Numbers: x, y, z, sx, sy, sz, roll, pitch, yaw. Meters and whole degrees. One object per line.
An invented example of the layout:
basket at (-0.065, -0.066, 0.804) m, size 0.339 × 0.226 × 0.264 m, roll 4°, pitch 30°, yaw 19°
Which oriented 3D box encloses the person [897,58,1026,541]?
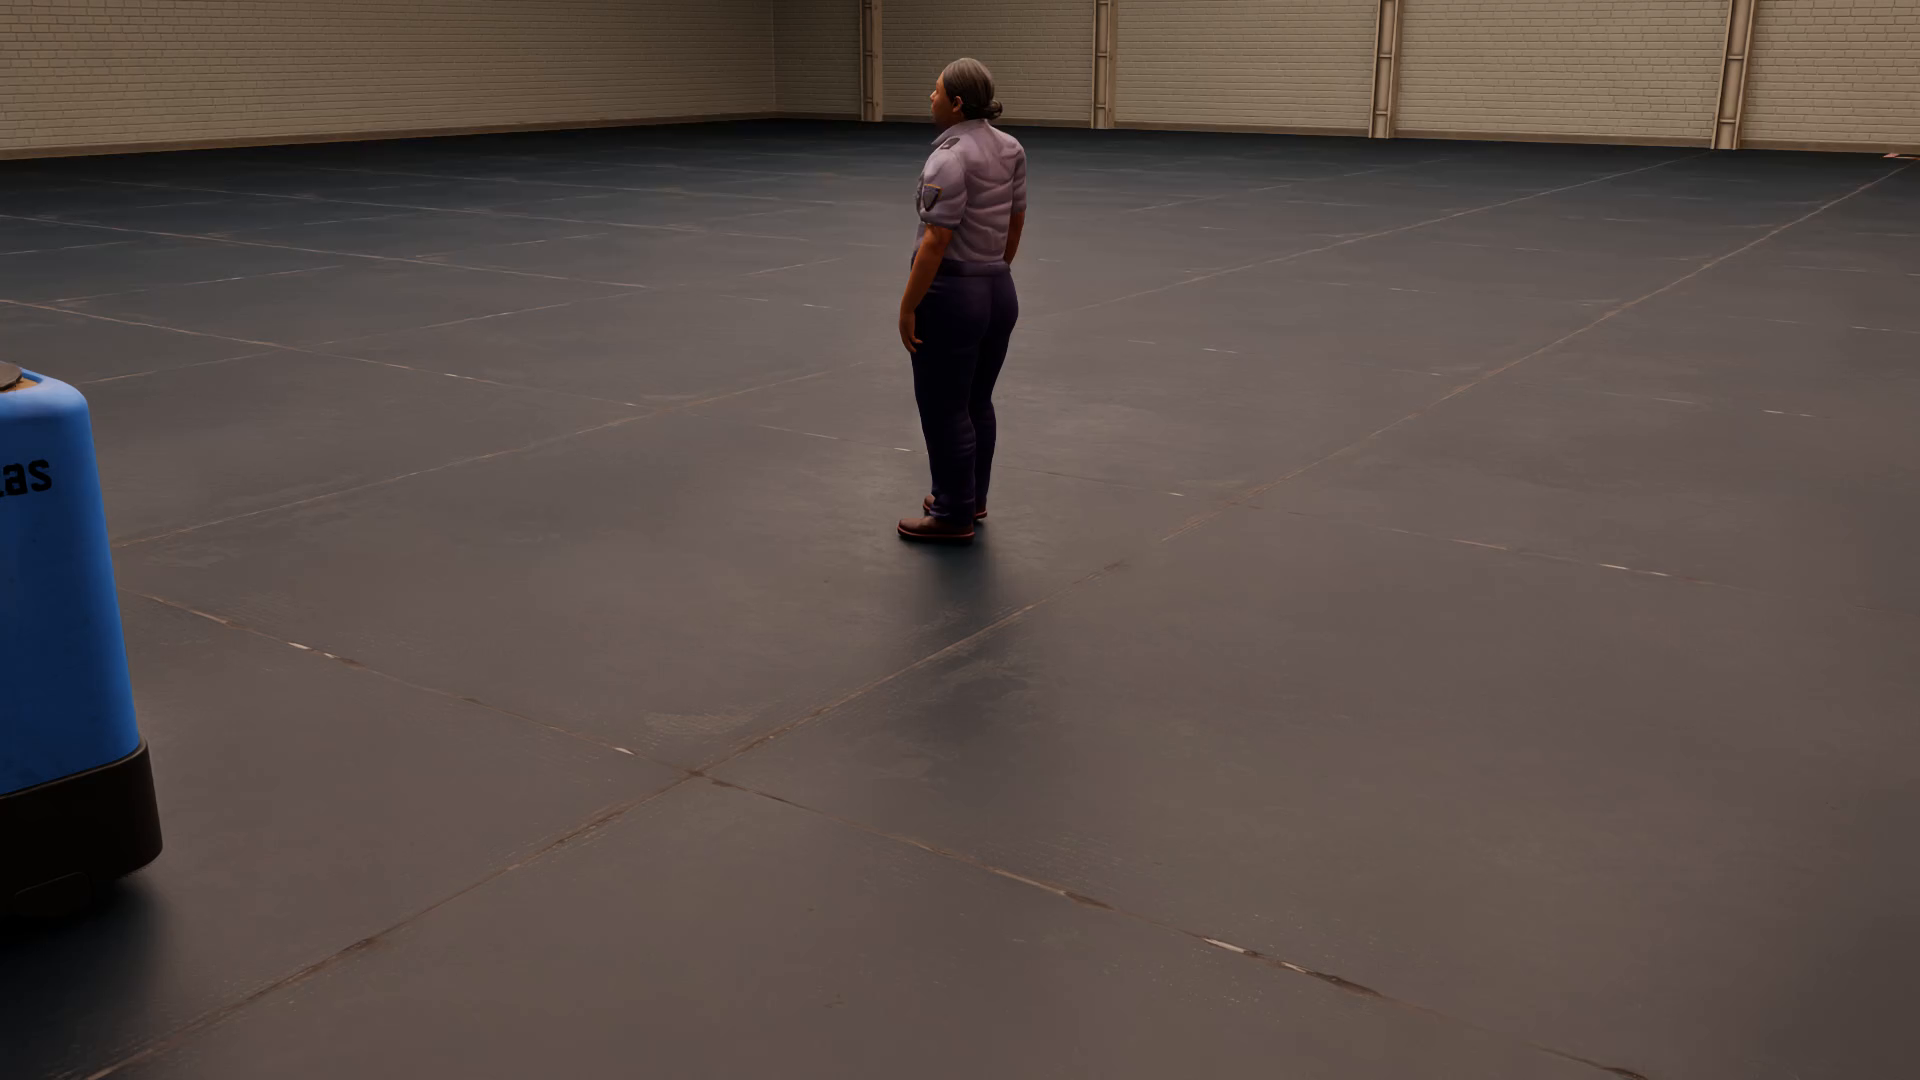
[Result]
person at (-0.061, -0.817, 5.777) m, size 0.503 × 1.651 × 0.598 m, roll 11°, pitch 20°, yaw 33°

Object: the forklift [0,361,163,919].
forklift at (-3.035, -0.451, 2.342) m, size 1.130 × 2.935 × 3.031 m, roll 14°, pitch 22°, yaw 40°
